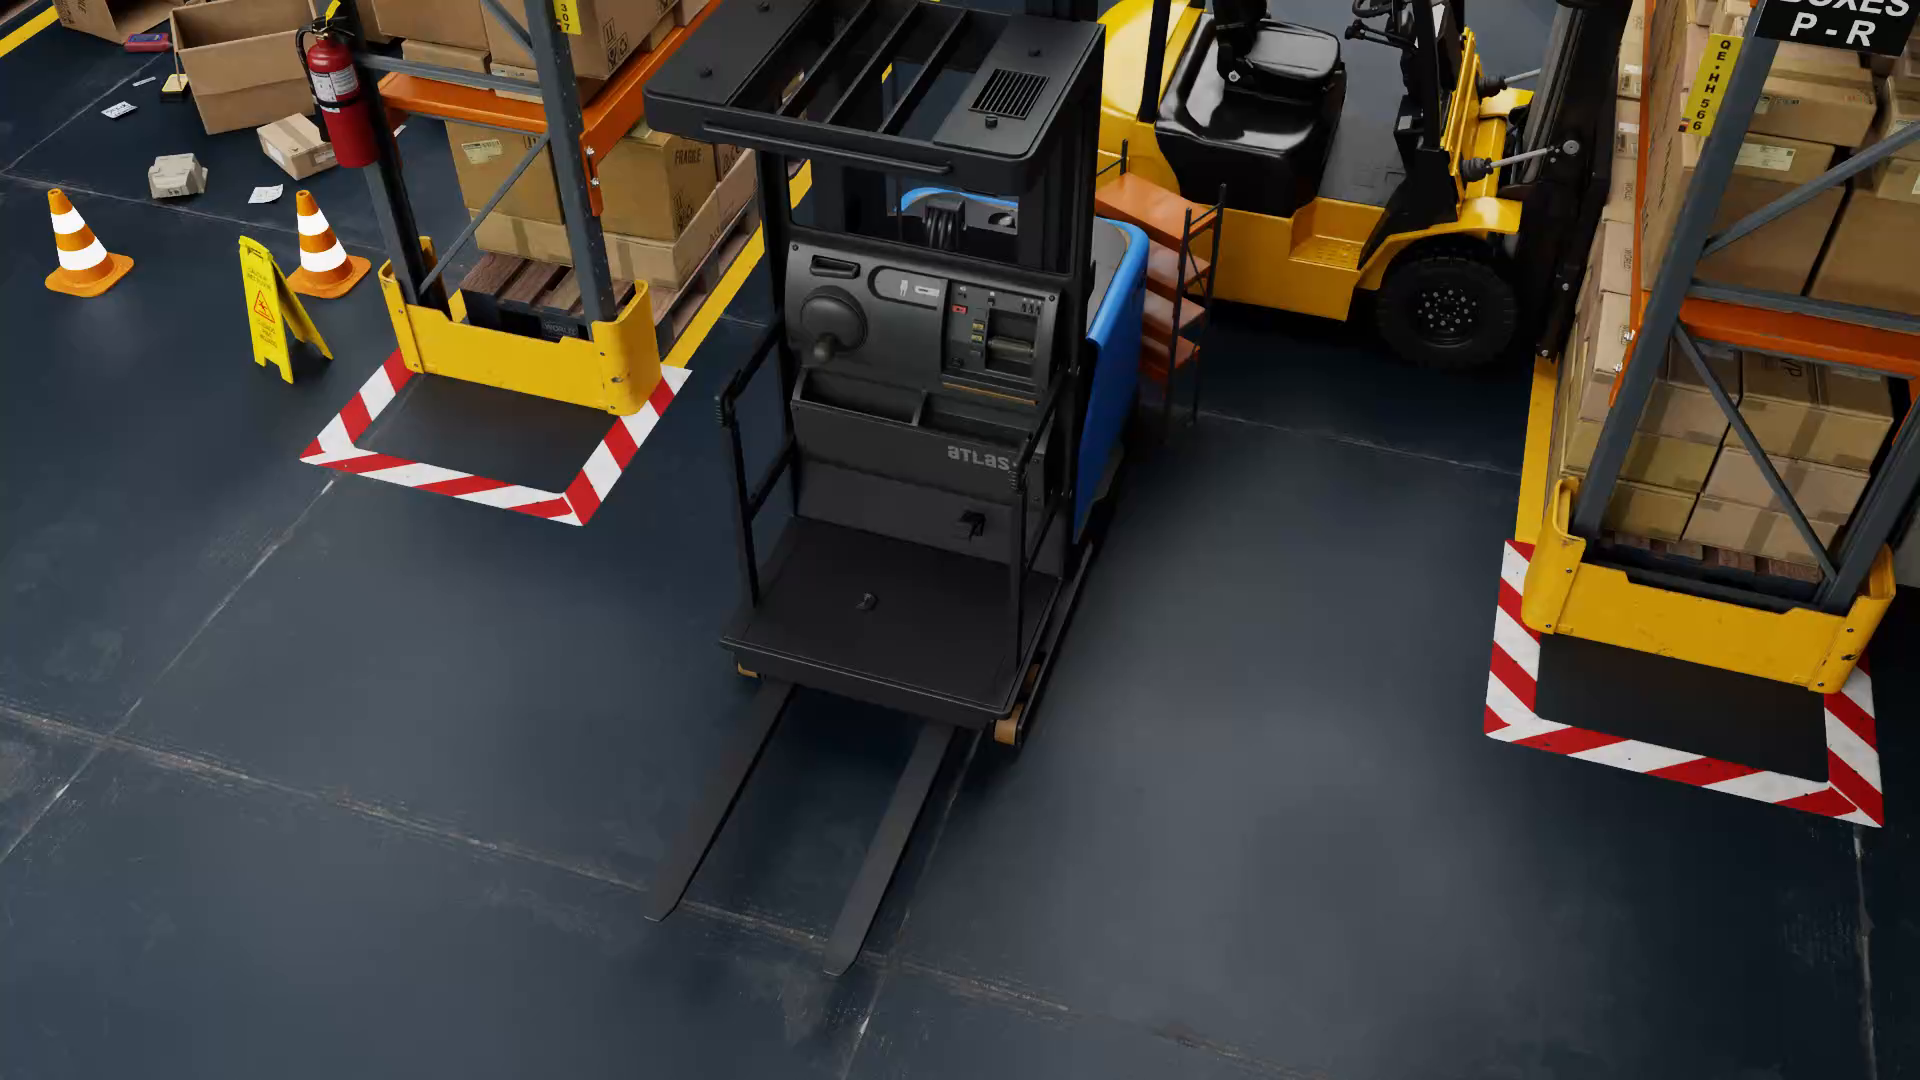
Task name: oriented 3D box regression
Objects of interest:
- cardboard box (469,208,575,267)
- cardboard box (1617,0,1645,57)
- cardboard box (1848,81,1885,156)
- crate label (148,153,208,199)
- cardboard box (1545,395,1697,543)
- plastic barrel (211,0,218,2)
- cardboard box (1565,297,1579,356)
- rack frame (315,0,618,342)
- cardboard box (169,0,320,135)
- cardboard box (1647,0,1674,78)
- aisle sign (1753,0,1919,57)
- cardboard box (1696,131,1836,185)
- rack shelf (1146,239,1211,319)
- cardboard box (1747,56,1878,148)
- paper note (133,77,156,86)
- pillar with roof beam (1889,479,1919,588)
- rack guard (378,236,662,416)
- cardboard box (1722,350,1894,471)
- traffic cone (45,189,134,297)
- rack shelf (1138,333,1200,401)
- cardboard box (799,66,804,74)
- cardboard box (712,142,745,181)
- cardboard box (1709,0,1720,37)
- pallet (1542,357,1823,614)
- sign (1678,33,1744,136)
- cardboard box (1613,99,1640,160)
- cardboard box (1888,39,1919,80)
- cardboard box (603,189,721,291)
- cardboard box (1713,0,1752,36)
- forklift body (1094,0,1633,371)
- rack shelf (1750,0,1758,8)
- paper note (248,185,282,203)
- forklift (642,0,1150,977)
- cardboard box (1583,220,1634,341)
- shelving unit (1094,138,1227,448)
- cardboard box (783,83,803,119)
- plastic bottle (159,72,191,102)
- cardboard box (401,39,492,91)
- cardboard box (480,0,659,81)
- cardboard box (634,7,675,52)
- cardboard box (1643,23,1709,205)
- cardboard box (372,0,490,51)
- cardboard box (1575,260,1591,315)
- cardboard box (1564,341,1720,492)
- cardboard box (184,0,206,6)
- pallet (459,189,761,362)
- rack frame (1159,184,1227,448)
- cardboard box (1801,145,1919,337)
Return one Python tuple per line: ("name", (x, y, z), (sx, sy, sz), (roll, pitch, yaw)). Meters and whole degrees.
("cardboard box", (-1.962, -1.572, 7.877), (0.500, 0.250, 0.500), (12, 46, 12))
("cardboard box", (3.375, -2.340, 7.947), (0.500, 0.250, 0.500), (13, 46, 13))
("cardboard box", (3.138, -1.360, 5.460), (0.380, 0.149, 0.250), (13, 46, 13))
("crate label", (-4.039, -1.875, 8.568), (0.250, 0.136, 0.298), (-9, 45, -9))
("cardboard box", (2.615, -0.291, 6.569), (0.500, 0.250, 0.500), (13, 46, 13))
("plastic barrel", (-4.376, -3.438, 9.961), (0.421, 0.421, 0.512), (-24, 49, -22))
("cardboard box", (2.935, -0.952, 7.244), (0.500, 0.250, 0.500), (13, 46, 13))
("rack frame", (-1.958, -1.793, 6.437), (1.000, 3.000, 0.127), (13, 46, 13))
("cardboard box", (-3.839, -2.607, 9.055), (0.797, 0.503, 0.637), (-16, 47, -16))
("cardboard box", (3.135, -2.186, 6.768), (0.500, 0.500, 0.500), (13, 46, 13))
("aisle sign", (2.474, -1.691, 4.475), (0.394, 0.787, 0.004), (13, 46, 13))
("cardboard box", (2.612, -1.302, 5.400), (0.380, 0.149, 0.250), (13, 46, 13))
("rack shelf", (0.767, -1.116, 6.809), (0.480, 0.148, 0.258), (33, 53, 29))
("cardboard box", (2.681, -1.401, 5.289), (0.380, 0.149, 0.250), (13, 46, 13))
("paper note", (-4.605, -2.589, 9.389), (0.123, 0.001, 0.032), (-33, 53, -29))
("pillar with roof beam", (-0.259, -4.073, 4.478), (9.100, 9.000, 0.400), (13, 46, 13))
("rack guard", (-1.935, -0.950, 7.363), (1.175, 0.500, 0.348), (13, 46, 13))
("cardboard box", (3.100, -0.549, 6.117), (0.500, 0.250, 0.500), (12, 46, 12))
("traffic cone", (-4.218, -1.454, 7.905), (0.336, 0.463, 0.334), (13, 46, 13))
("rack shelf", (0.767, -0.815, 7.105), (0.480, 0.148, 0.258), (33, 53, 29))
("cardboard box", (-0.976, -2.763, 8.559), (0.500, 0.500, 0.500), (15, 46, 15))
("cardboard box", (-1.289, -2.072, 7.853), (0.500, 0.500, 0.500), (11, 45, 11))
("cardboard box", (2.884, -1.801, 5.911), (0.380, 0.149, 0.250), (12, 46, 12))
("pallet", (2.965, -0.266, 6.870), (1.003, 0.211, 1.213), (13, 46, 13))
("sign", (2.261, -1.366, 5.004), (0.100, 0.325, 0.005), (13, 46, 13))
("cardboard box", (3.069, -1.658, 7.250), (0.500, 0.250, 0.500), (12, 46, 12))
("cardboard box", (3.219, -1.460, 5.350), (0.380, 0.149, 0.250), (14, 46, 14))
("cardboard box", (-1.450, -1.439, 7.742), (0.500, 0.250, 0.500), (12, 46, 12))
("cardboard box", (2.780, -1.752, 5.648), (0.380, 0.149, 0.250), (13, 46, 13))
("forklift body", (1.609, -2.091, 7.349), (2.313, 2.155, 1.214), (13, 46, 13))
("rack shelf", (3.379, -2.892, 5.930), (1.077, 0.370, 4.000), (13, 46, 13))
("paper note", (-3.569, -1.783, 8.550), (0.148, 0.019, 0.142), (-2, 44, -2))
("forklift", (-0.199, -0.634, 5.302), (1.130, 2.935, 3.031), (13, 46, 13))
("cardboard box", (2.765, -0.983, 6.561), (0.500, 0.250, 0.500), (13, 46, 13))
("shelving unit", (0.767, -1.005, 6.919), (0.503, 1.200, 0.258), (33, 53, 29))
("cardboard box", (-1.135, -2.144, 8.462), (0.500, 0.250, 0.500), (15, 46, 15))
("plastic bottle", (-4.377, -2.552, 9.314), (0.133, 0.061, 0.283), (-2, 44, -2))
("cardboard box", (-2.049, -1.997, 6.826), (0.380, 0.149, 0.250), (14, 46, 14))
("cardboard box", (-1.550, -2.192, 6.561), (0.500, 0.500, 0.500), (12, 46, 12))
("cardboard box", (-1.437, -2.216, 7.050), (0.380, 0.149, 0.250), (11, 45, 11))
("cardboard box", (2.839, -1.507, 6.074), (0.500, 0.500, 0.500), (14, 46, 14))
("cardboard box", (-2.056, -2.355, 6.727), (0.500, 0.500, 0.500), (12, 46, 12))
("cardboard box", (2.922, -1.161, 7.100), (0.500, 0.250, 0.500), (12, 46, 12))
("cardboard box", (2.623, -0.480, 6.404), (0.500, 0.250, 0.500), (12, 46, 12))
("cardboard box", (-4.260, -2.927, 9.551), (0.396, 0.266, 0.258), (20, 48, 19))
("pallet", (-1.655, -1.381, 8.010), (1.003, 0.211, 1.213), (13, 46, 13))
("rack frame", (0.946, -0.888, 6.800), (0.015, 1.200, 0.240), (33, 53, 29))
("cardboard box", (3.188, -1.051, 5.608), (0.500, 0.500, 0.500), (14, 46, 14))
